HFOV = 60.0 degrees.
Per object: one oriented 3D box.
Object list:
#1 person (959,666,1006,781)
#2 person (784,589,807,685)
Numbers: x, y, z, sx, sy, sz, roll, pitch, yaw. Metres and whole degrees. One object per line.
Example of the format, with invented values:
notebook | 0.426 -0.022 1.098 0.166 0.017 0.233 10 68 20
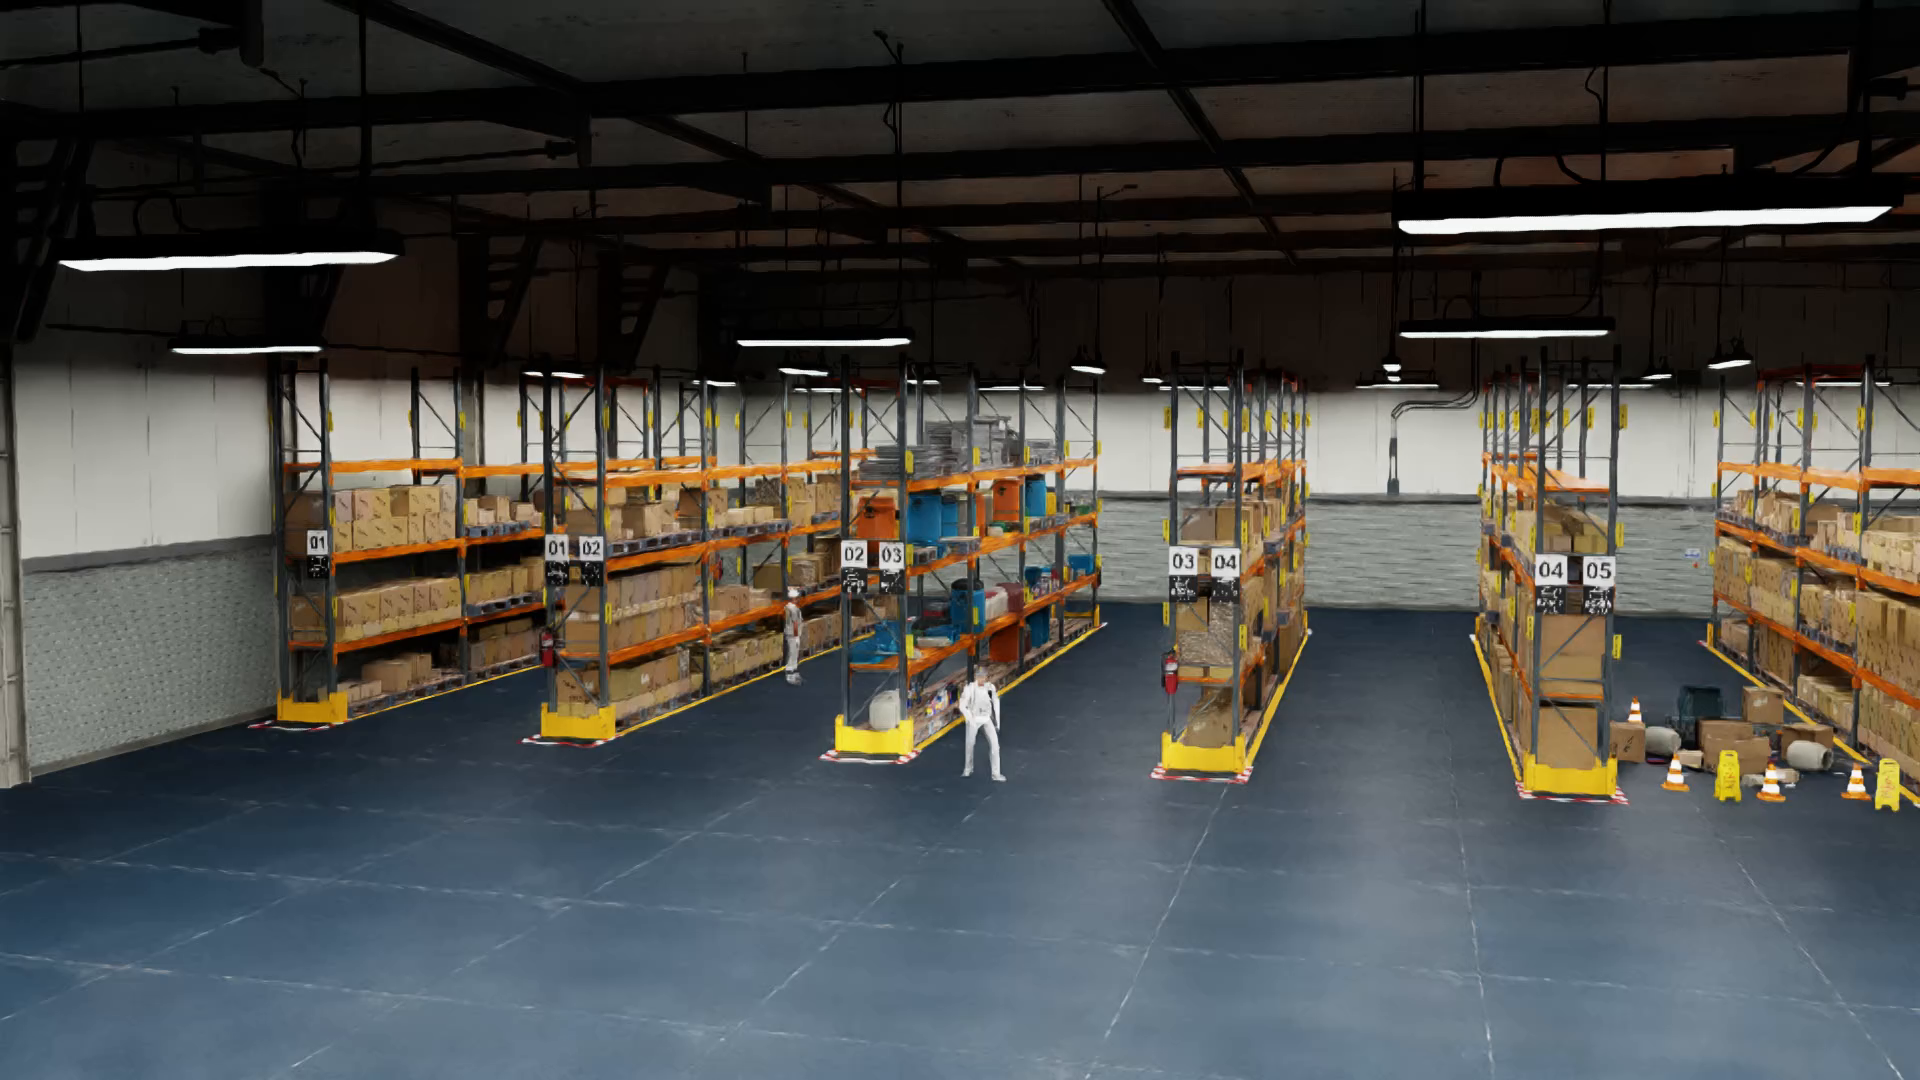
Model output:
person | 0.292 2.526 23.172 0.642 1.607 0.786 0 4 -4
person | -3.115 1.820 31.560 0.443 1.786 0.600 -1 4 -16
